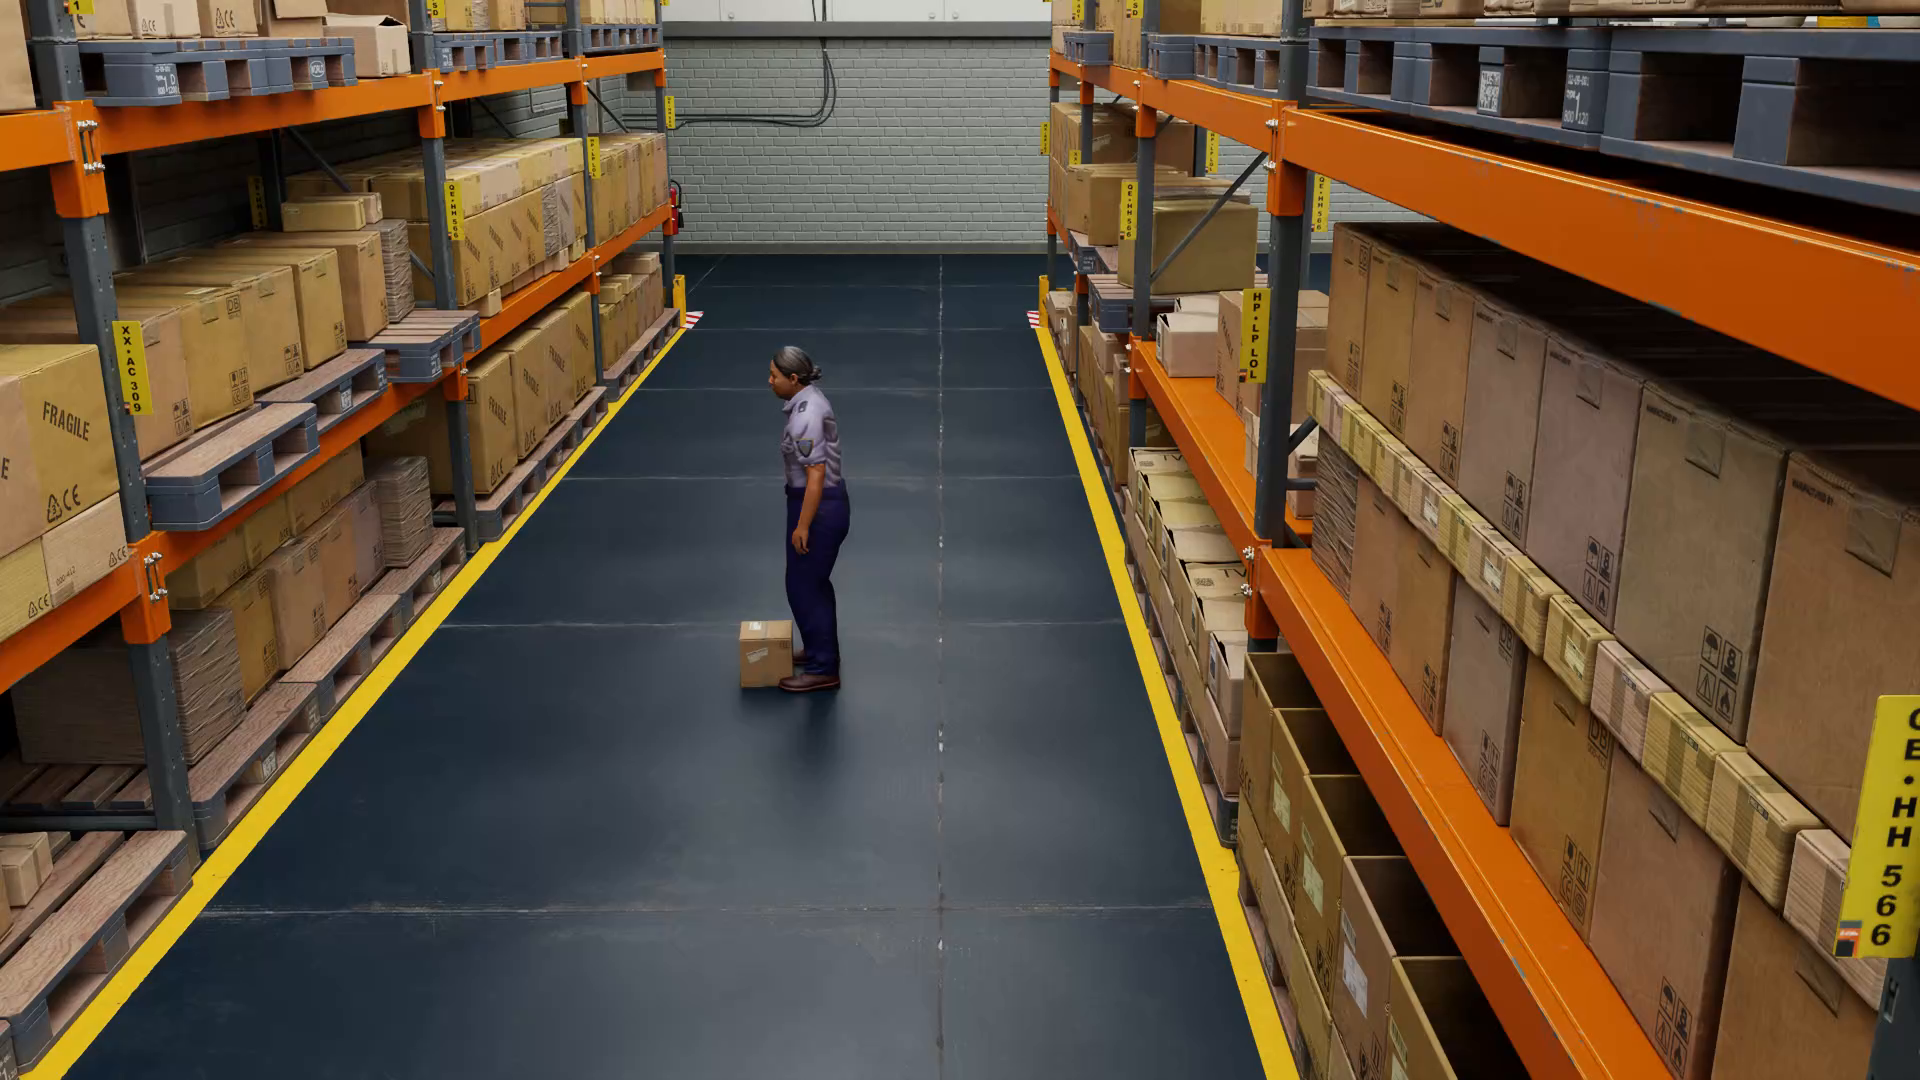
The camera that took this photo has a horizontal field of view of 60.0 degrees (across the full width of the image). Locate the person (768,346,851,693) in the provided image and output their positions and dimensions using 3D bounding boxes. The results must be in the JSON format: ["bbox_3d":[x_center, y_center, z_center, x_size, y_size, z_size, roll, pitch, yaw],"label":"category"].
[{"bbox_3d":[-0.724,-0.116,7.933,0.331,1.651,0.546,0,17,-1],"label":"person"}]
